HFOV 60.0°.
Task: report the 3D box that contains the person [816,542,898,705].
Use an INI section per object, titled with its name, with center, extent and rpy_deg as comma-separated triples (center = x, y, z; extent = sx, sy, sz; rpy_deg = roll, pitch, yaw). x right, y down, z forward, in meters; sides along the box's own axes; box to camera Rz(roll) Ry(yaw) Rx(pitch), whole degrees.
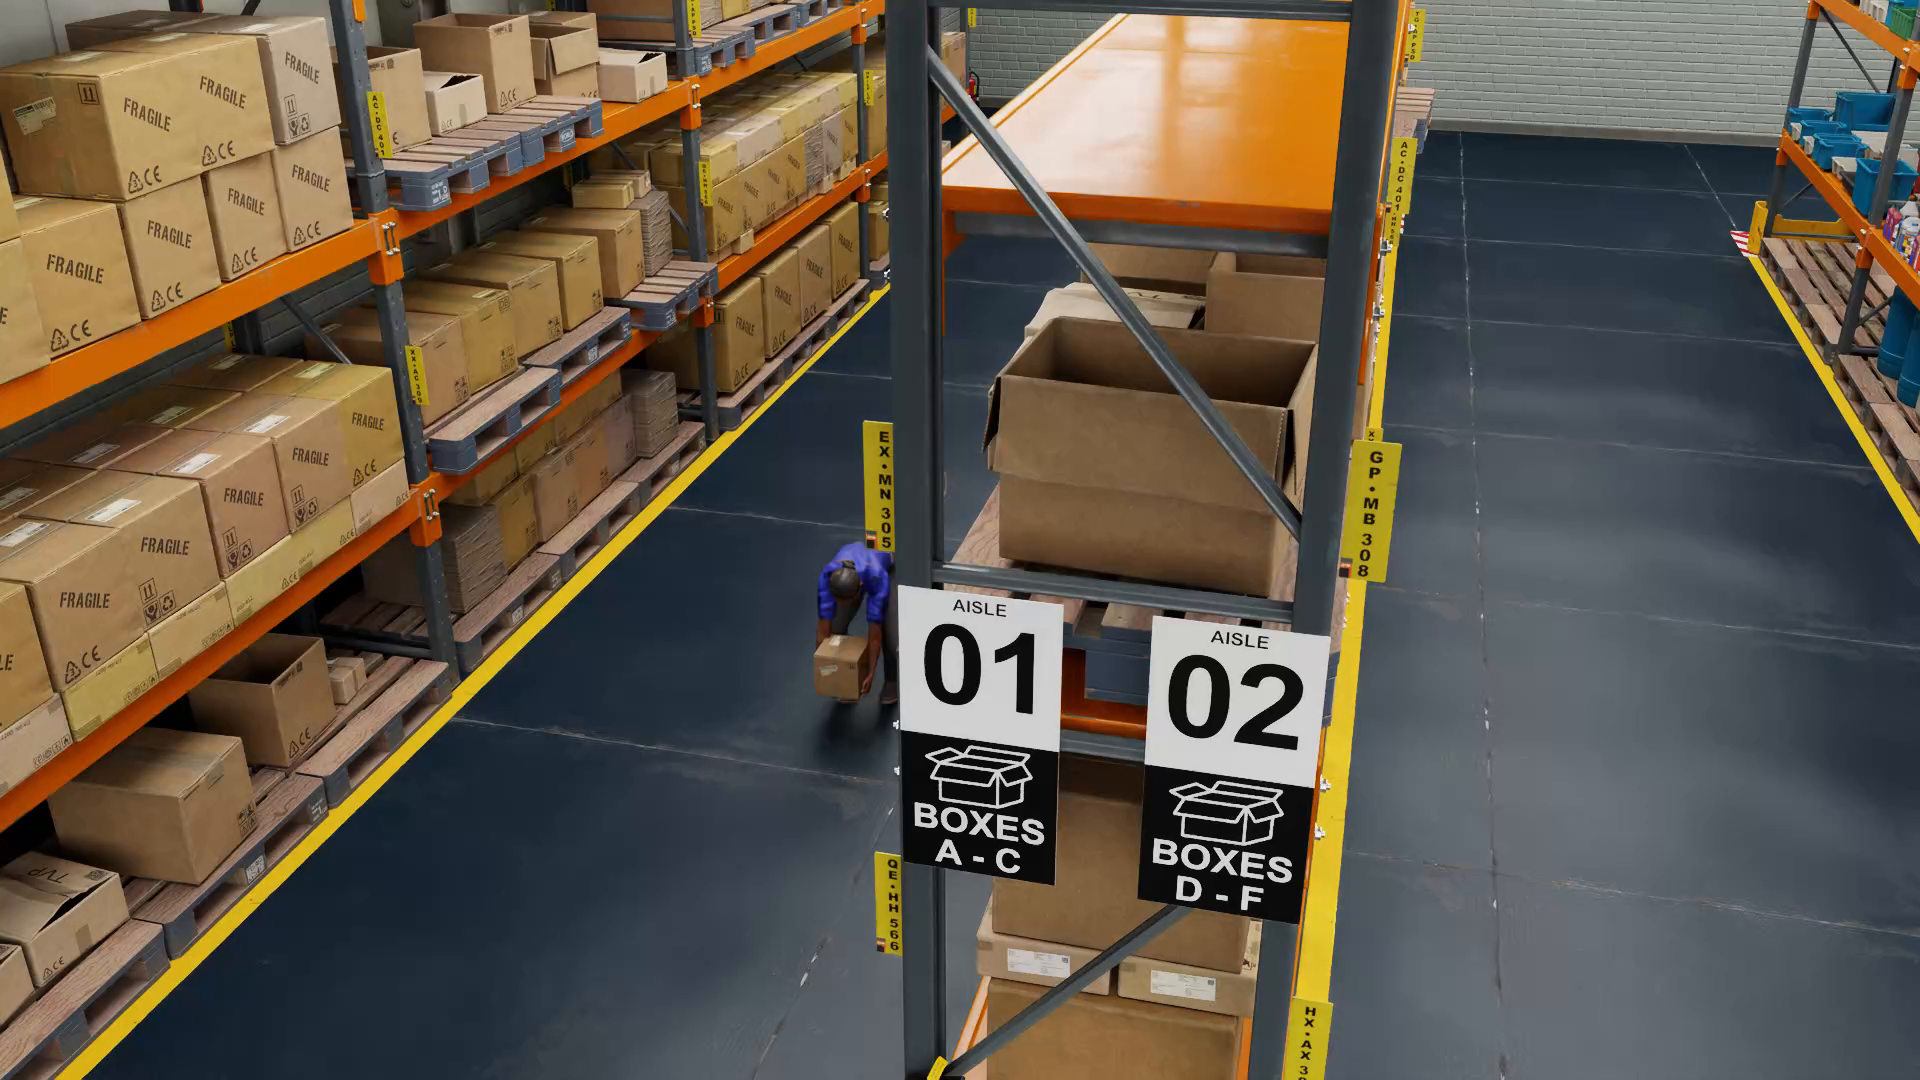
[person]
center = -0.552, 0.480, 9.324
extent = 0.452, 1.048, 0.857
rpy_deg = 5, 26, 11
